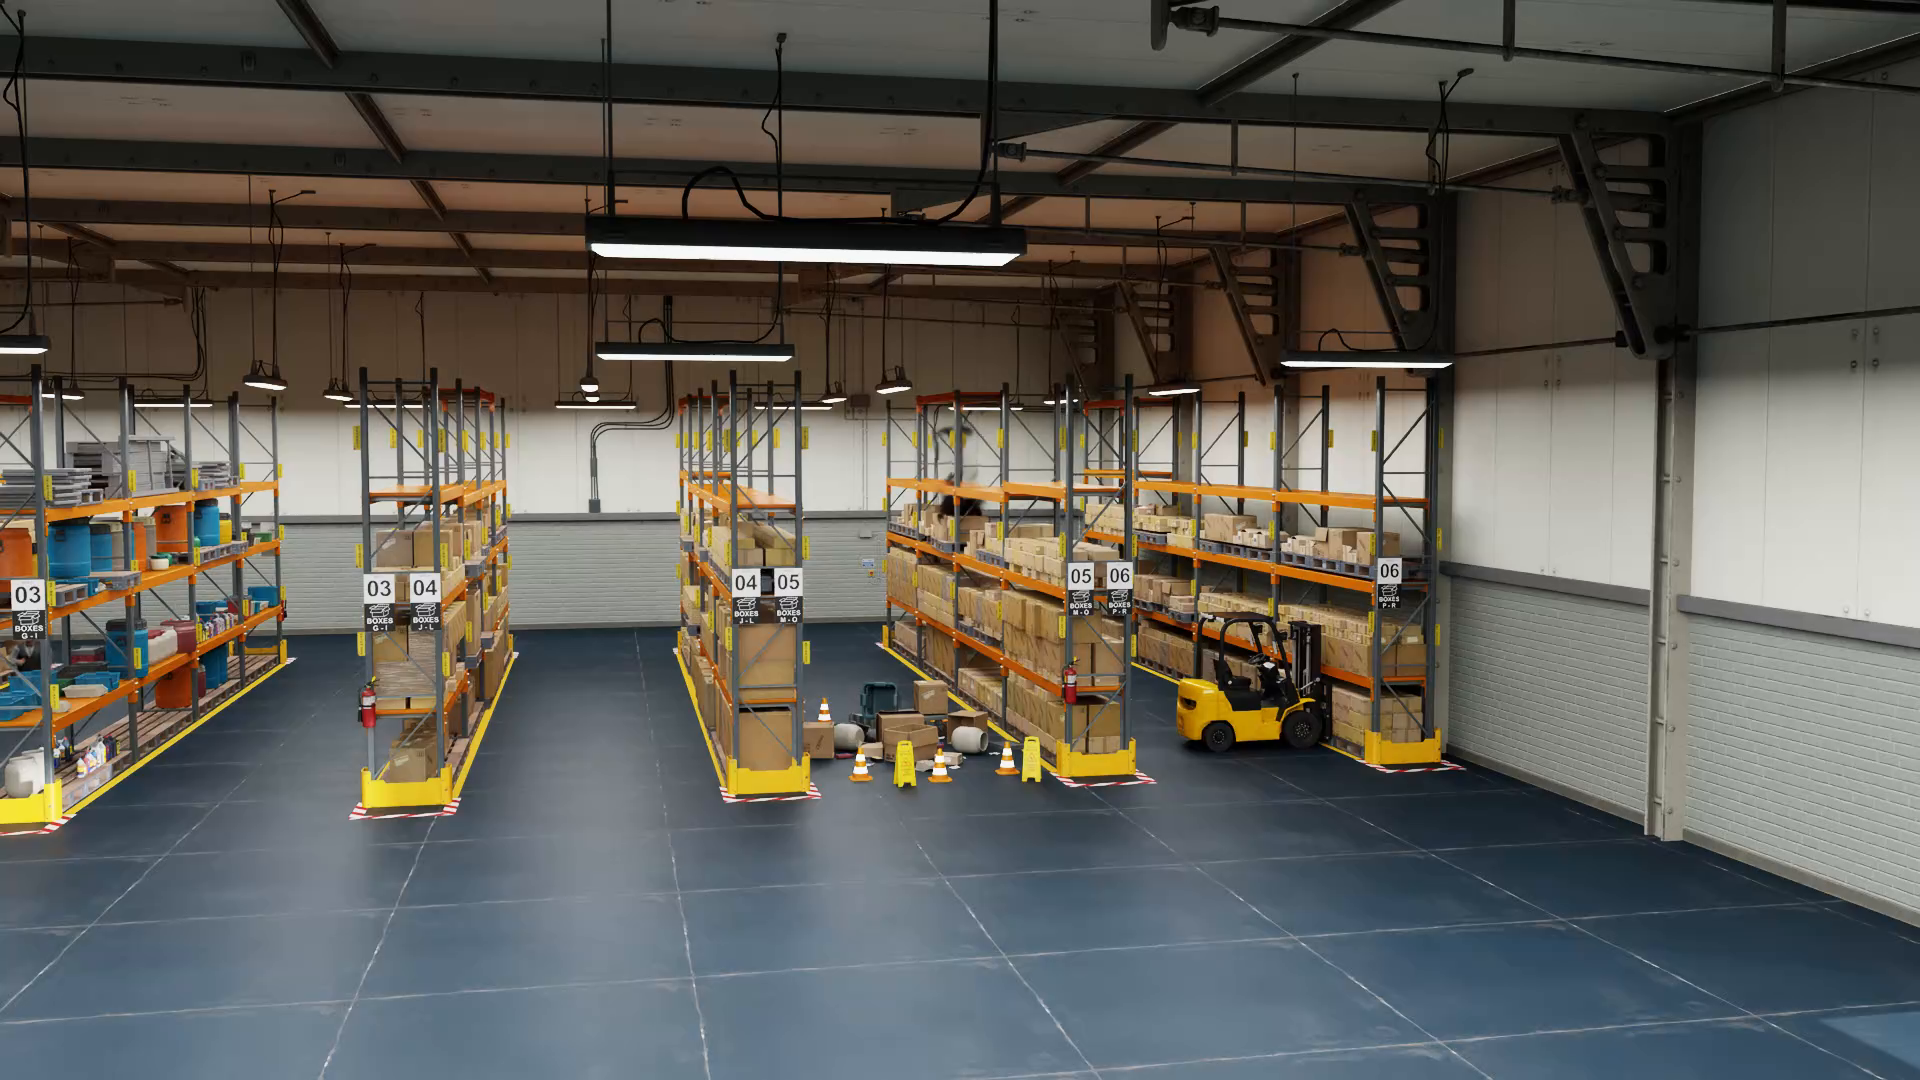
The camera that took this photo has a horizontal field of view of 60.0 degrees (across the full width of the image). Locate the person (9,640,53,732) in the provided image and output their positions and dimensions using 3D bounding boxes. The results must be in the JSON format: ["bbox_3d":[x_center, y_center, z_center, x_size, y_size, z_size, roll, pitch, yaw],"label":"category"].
[{"bbox_3d":[-16.111,2.405,28.833,0.635,1.753,0.901,-1,4,-21],"label":"person"}]
